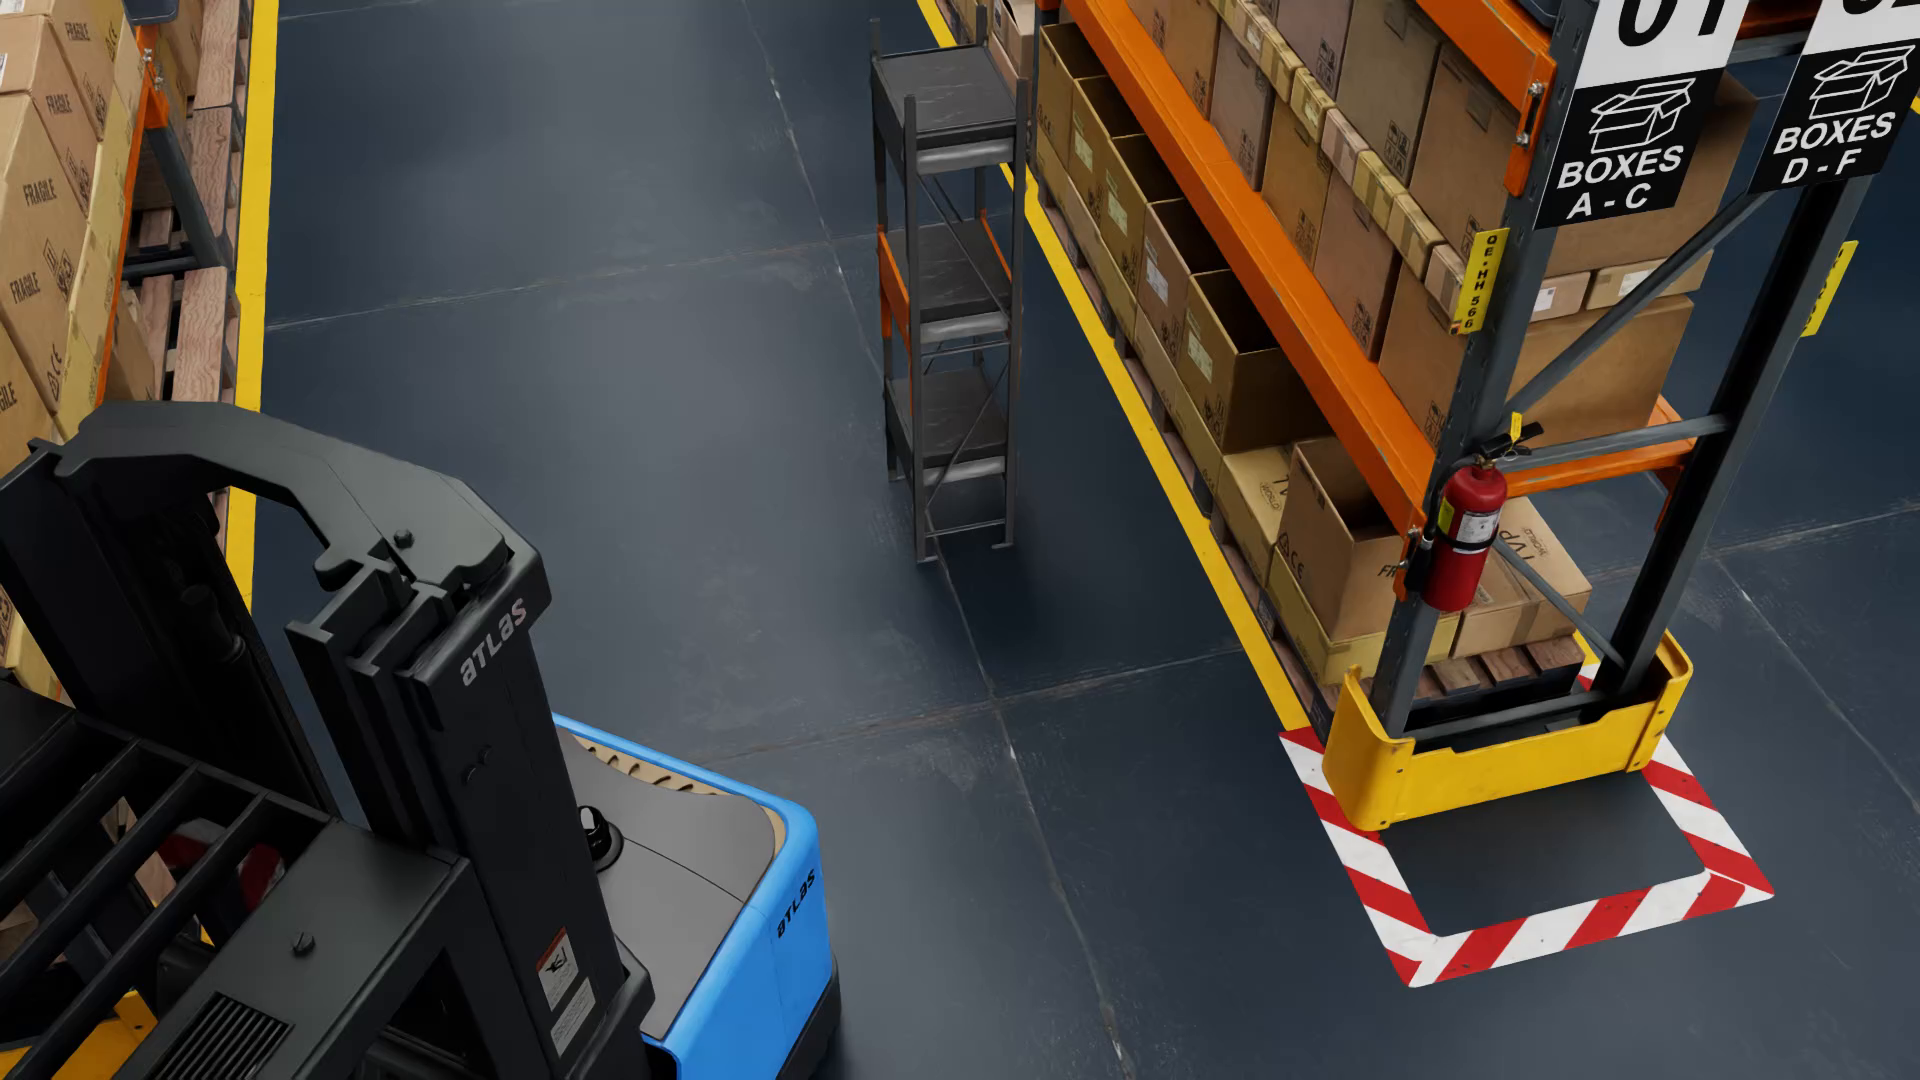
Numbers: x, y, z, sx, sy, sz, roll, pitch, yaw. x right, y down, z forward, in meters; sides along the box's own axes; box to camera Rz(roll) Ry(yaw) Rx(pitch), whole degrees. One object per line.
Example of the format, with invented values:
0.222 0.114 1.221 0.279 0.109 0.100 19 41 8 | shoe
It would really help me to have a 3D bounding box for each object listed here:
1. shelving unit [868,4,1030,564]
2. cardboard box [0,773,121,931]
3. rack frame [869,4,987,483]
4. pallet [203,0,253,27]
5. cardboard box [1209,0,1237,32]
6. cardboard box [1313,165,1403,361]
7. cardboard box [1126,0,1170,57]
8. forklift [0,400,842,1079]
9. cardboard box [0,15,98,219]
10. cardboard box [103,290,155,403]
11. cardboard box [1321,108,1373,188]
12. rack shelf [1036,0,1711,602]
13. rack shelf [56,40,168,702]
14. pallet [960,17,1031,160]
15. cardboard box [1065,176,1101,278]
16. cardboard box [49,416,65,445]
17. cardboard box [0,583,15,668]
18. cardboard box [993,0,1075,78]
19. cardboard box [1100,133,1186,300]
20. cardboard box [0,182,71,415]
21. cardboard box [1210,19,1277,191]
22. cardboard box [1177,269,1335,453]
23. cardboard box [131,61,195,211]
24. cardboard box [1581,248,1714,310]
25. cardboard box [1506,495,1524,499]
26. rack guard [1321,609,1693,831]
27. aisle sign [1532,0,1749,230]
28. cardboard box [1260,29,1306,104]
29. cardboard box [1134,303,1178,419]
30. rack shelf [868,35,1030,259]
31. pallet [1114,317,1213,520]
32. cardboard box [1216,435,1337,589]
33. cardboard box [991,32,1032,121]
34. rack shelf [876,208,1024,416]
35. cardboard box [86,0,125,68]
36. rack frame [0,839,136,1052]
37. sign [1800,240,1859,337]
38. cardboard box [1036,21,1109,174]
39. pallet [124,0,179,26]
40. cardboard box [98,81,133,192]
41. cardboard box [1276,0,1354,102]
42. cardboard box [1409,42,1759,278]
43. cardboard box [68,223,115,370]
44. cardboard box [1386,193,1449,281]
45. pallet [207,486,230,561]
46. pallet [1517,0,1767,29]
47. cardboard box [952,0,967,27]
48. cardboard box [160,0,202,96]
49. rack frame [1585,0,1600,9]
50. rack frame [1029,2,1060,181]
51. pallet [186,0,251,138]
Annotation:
-0.042 -0.849 6.112 0.431 2.100 0.503 -11 47 -10 | shelving unit
-2.996 0.930 5.313 0.500 0.311 0.500 -16 48 -15 | cardboard box
-0.105 -1.018 6.277 0.400 2.100 0.015 -11 47 -10 | rack frame
-4.755 -3.371 9.906 1.003 0.211 1.213 -11 47 -10 | pallet
1.140 -2.006 6.091 0.380 0.149 0.250 -11 47 -11 | cardboard box
1.636 -0.993 5.553 0.700 0.500 0.500 -10 46 -9 | cardboard box
1.119 -2.400 6.932 0.700 0.500 0.500 -11 47 -11 | cardboard box
-1.428 1.291 3.433 1.130 2.935 3.031 17 48 16 | forklift
-3.258 -1.379 5.567 0.500 0.500 0.500 -12 47 -11 | cardboard box
-3.625 -0.695 6.773 0.500 0.500 0.500 -14 47 -13 | cardboard box
1.404 -1.294 5.393 0.380 0.149 0.250 -10 46 -10 | cardboard box
1.370 -1.401 6.526 1.077 0.370 4.000 -11 47 -10 | rack shelf
-3.418 -0.492 5.636 1.077 0.370 4.000 -11 47 -10 | rack shelf
0.632 -2.559 9.110 1.003 0.211 1.213 -11 47 -10 | pallet
0.807 -1.496 7.747 0.500 0.250 0.500 -11 47 -10 | cardboard box
-2.870 -0.069 4.808 0.500 0.250 0.500 -12 47 -12 | cardboard box
-2.737 0.035 4.181 0.500 0.500 0.500 -11 47 -10 | cardboard box
0.477 -2.641 8.477 0.500 0.311 0.500 -11 47 -10 | cardboard box
0.930 -1.413 7.140 0.500 0.500 0.500 -11 47 -10 | cardboard box
-2.980 -0.666 4.868 0.500 0.500 0.500 -12 47 -12 | cardboard box
1.376 -1.700 6.245 0.700 0.500 0.500 -9 46 -9 | cardboard box
1.187 -0.722 6.464 0.500 0.500 0.500 -11 47 -10 | cardboard box
-4.134 -1.909 7.963 0.700 0.500 0.500 -9 46 -9 | cardboard box
1.990 -0.844 4.953 0.380 0.149 0.250 -11 47 -11 | cardboard box
1.828 -0.212 6.488 0.500 0.250 0.500 -11 47 -10 | cardboard box
1.888 0.620 5.793 1.175 0.500 0.348 -11 47 -10 | rack guard
1.615 -1.083 3.890 0.394 0.787 0.004 -11 47 -10 | aisle sign
1.267 -1.656 5.749 0.380 0.149 0.250 -10 46 -9 | cardboard box
1.064 -0.806 7.071 0.500 0.250 0.500 -11 47 -10 | cardboard box
-0.042 -1.330 5.622 0.431 0.518 0.480 -11 47 -10 | rack shelf
1.337 -0.657 7.246 1.003 0.211 1.213 -11 47 -10 | pallet
1.320 -0.115 6.394 0.500 0.250 0.500 -11 47 -10 | cardboard box
0.472 -2.451 8.683 0.500 0.250 0.500 -11 47 -11 | cardboard box
-0.042 -0.840 6.122 0.431 0.518 0.480 -11 47 -10 | rack shelf
-3.510 -2.072 6.246 0.500 0.500 0.500 -11 47 -10 | cardboard box
-2.906 0.637 4.026 1.000 3.000 0.127 -11 47 -10 | rack frame
2.420 -0.700 4.674 0.100 0.325 0.005 -11 47 -10 | sign
0.674 -2.103 7.817 0.500 0.500 0.500 -11 47 -10 | cardboard box
-3.985 -2.612 7.344 1.003 0.211 1.213 -11 47 -10 | pallet
-3.396 -1.462 6.174 0.500 0.250 0.500 -11 47 -10 | cardboard box
1.492 -1.832 5.467 0.700 0.500 0.500 -11 47 -10 | cardboard box
1.761 -1.122 4.771 0.700 0.500 0.500 -11 47 -10 | cardboard box
-3.122 -0.771 5.496 0.500 0.250 0.500 -10 46 -10 | cardboard box
1.532 -0.943 5.050 0.380 0.149 0.250 -10 46 -9 | cardboard box
-3.408 0.152 6.453 1.003 0.211 1.213 -11 47 -10 | pallet
1.726 -1.784 4.359 1.003 0.211 1.213 -11 47 -10 | pallet
0.213 -3.154 9.372 0.500 0.250 0.500 -10 46 -9 | cardboard box
-4.406 -2.616 8.656 0.700 0.500 0.500 -10 46 -10 | cardboard box
1.882 -2.371 2.773 1.000 3.000 0.127 -11 47 -10 | rack frame
0.858 -3.033 7.622 1.000 3.000 0.127 -11 47 -10 | rack frame
-4.446 -2.530 9.082 1.003 0.211 1.213 -11 47 -10 | pallet
